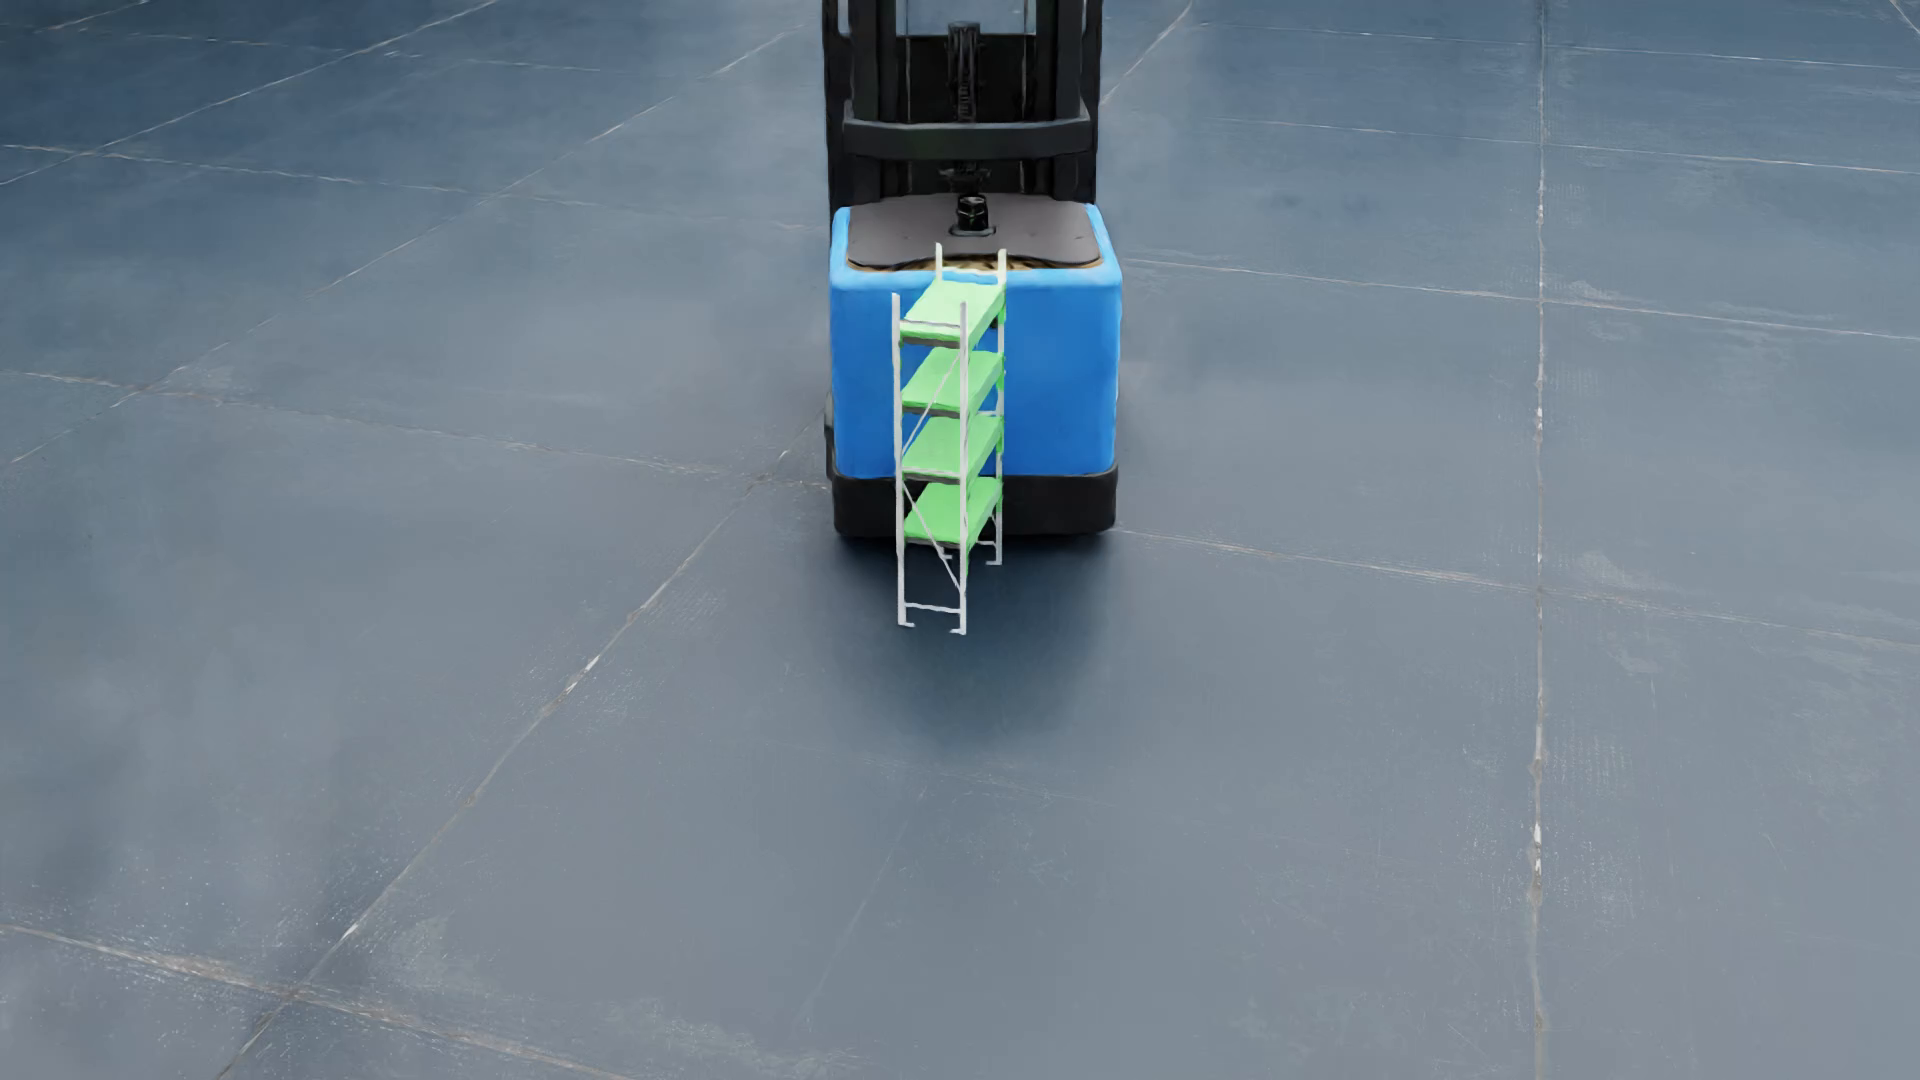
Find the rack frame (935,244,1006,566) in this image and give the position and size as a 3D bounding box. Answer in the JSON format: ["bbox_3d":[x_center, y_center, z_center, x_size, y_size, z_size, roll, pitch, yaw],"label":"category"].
[{"bbox_3d":[0.035,-0.449,5.823,0.240,1.200,0.015,8,30,13],"label":"rack frame"}]

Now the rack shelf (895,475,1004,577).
[{"bbox_3d":[-0.030,-0.069,5.765,0.258,0.148,0.480,8,30,13],"label":"rack shelf"}]

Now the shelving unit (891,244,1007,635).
[{"bbox_3d":[-0.030,-0.335,5.618,0.258,1.200,0.503,8,30,13],"label":"shelving unit"}]

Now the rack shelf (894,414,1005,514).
[{"bbox_3d":[-0.030,-0.279,5.649,0.258,0.148,0.480,8,30,13],"label":"rack shelf"}]

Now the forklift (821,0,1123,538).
[{"bbox_3d":[-0.003,-1.968,6.774,1.130,2.935,3.031,-1,29,-2],"label":"forklift"}]

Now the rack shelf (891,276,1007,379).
[{"bbox_3d":[-0.030,-0.698,5.415,0.258,0.148,0.480,8,30,13],"label":"rack shelf"}]

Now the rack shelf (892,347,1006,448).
[{"bbox_3d":[-0.030,-0.489,5.532,0.258,0.148,0.480,8,30,13],"label":"rack shelf"}]

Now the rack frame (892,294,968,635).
[{"bbox_3d":[-0.094,-0.220,5.412,0.240,1.200,0.015,8,30,13],"label":"rack frame"}]
